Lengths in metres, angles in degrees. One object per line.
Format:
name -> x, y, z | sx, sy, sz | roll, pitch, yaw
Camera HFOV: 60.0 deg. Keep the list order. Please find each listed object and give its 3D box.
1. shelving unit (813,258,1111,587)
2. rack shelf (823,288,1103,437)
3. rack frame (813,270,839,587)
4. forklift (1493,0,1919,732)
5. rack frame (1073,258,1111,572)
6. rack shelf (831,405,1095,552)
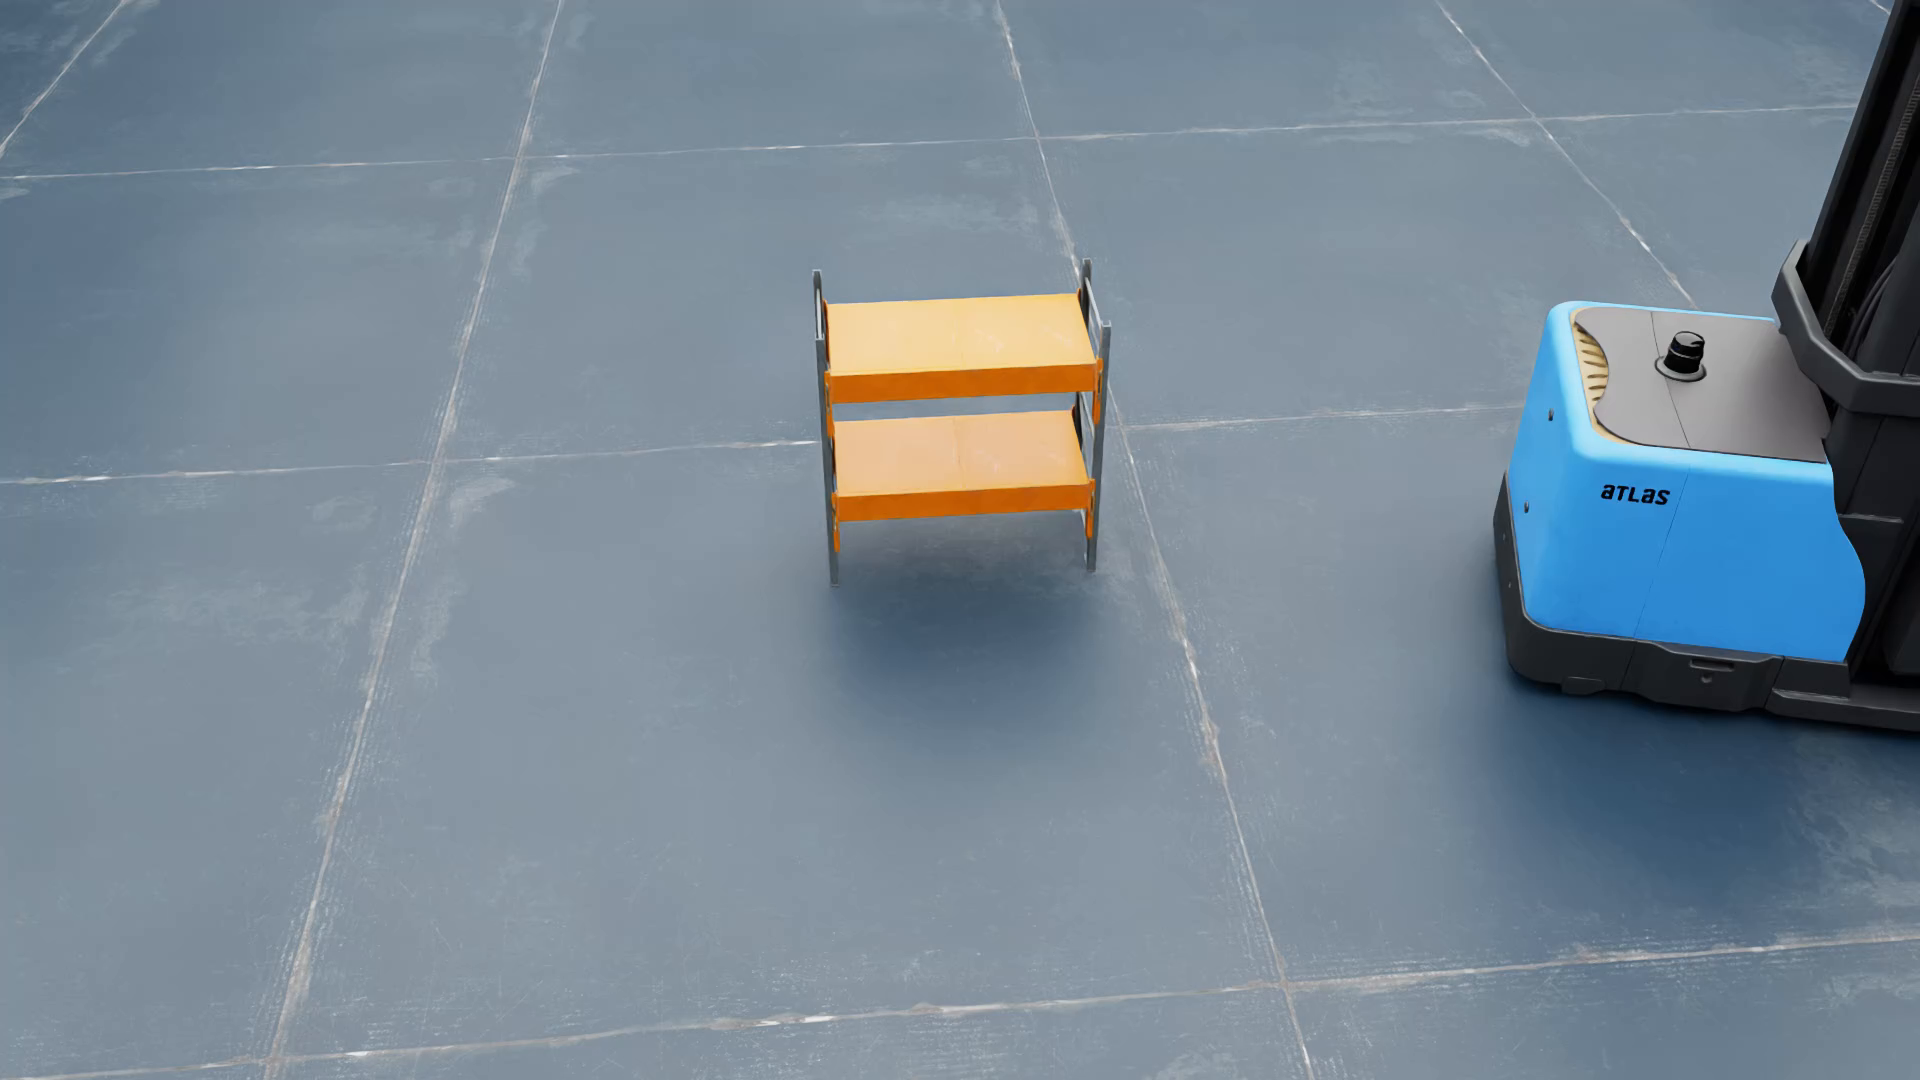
shelving unit -> -0.007, -0.441, 6.401 | 1.048, 1.125, 0.538 | -3, 38, -4
rack shelf -> -0.007, -0.671, 6.220 | 1.000, 0.278, 0.538 | -3, 38, -4
rack frame -> -0.513, -0.413, 6.366 | 0.032, 1.125, 0.500 | -3, 38, -4
forklift -> 3.571, -0.747, 5.330 | 3.031, 2.935, 1.130 | 6, 39, 8
rack frame -> 0.500, -0.469, 6.436 | 0.032, 1.125, 0.500 | -3, 38, -4
rack shelf -> -0.007, -0.249, 6.553 | 1.000, 0.278, 0.538 | -3, 38, -4
